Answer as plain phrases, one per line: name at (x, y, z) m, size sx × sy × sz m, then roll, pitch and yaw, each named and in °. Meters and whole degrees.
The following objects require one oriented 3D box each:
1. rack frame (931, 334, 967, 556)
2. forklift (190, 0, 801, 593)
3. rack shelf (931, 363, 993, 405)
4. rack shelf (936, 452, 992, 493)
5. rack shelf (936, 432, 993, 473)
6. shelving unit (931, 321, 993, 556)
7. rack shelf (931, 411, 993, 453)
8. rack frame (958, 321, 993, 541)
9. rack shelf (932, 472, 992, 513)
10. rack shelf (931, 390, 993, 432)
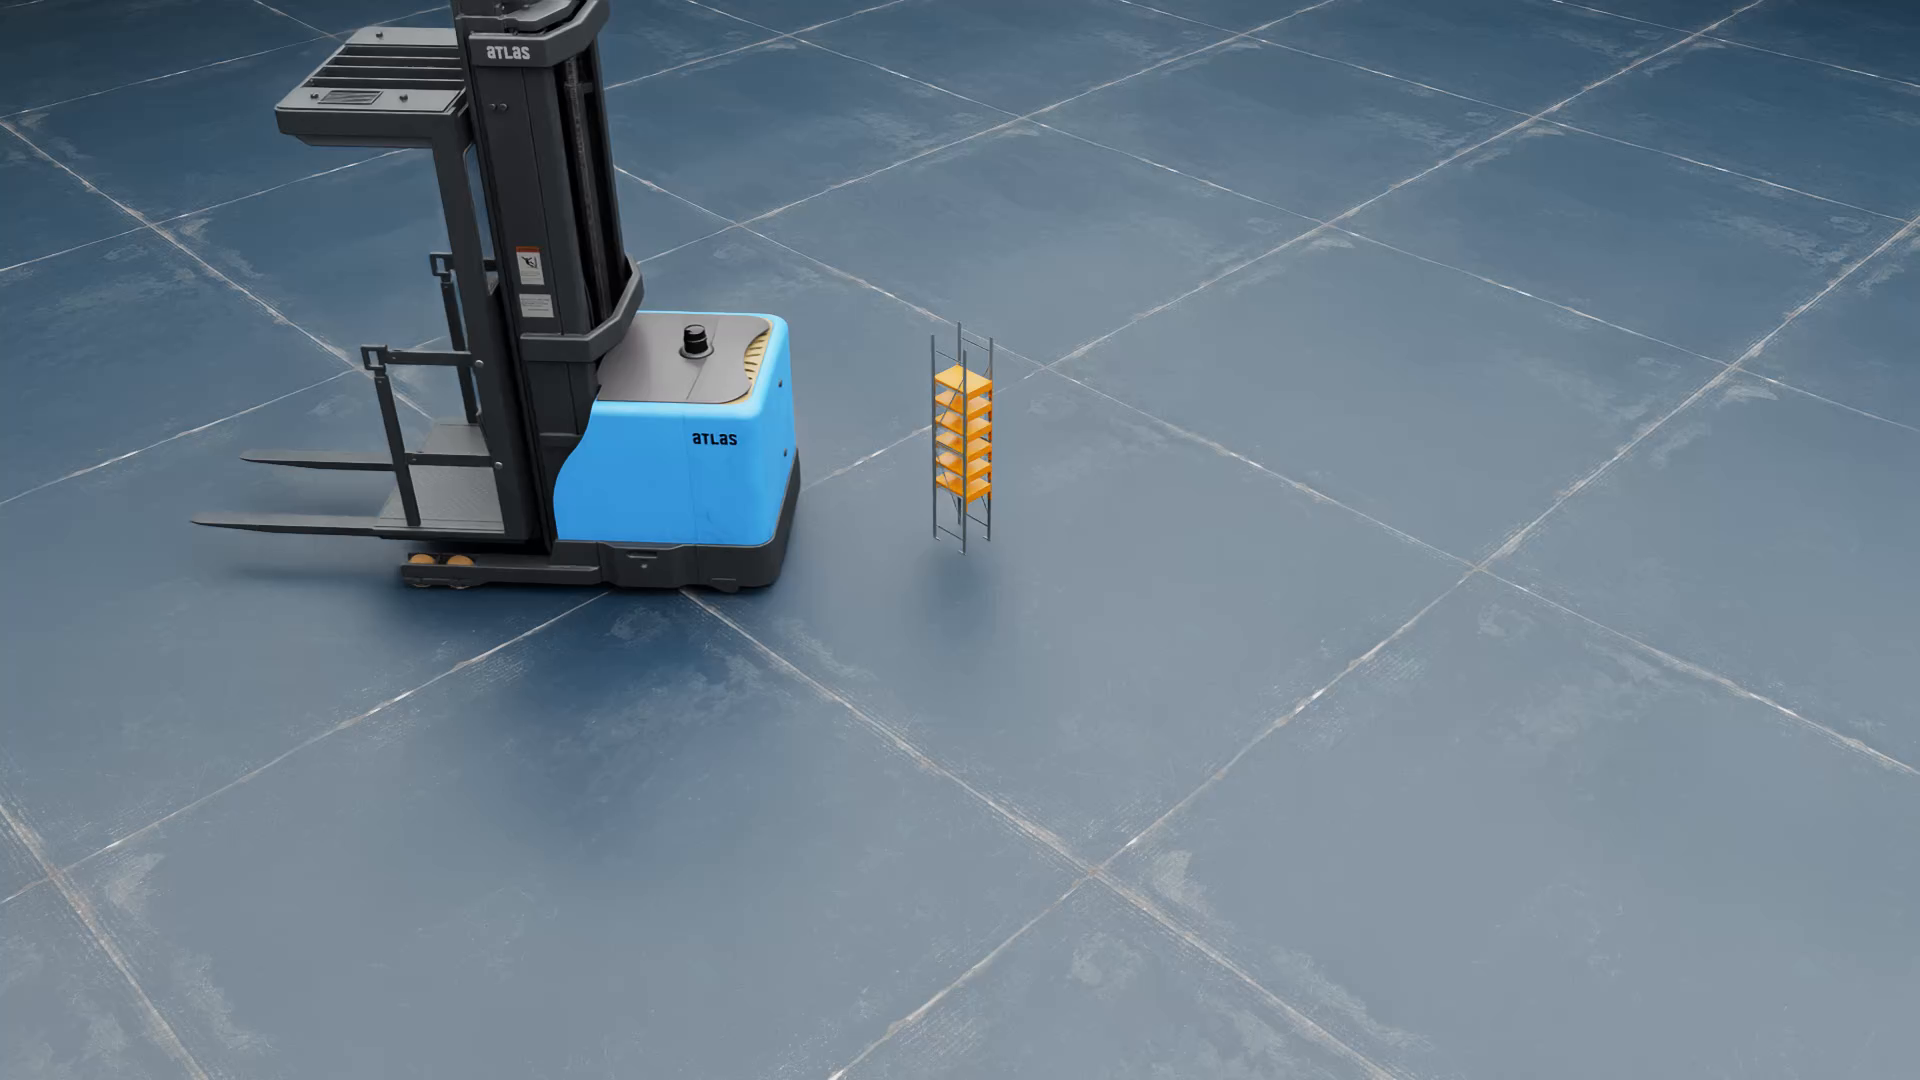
rack frame at (-0.054, -0.461, 8.353) m, size 0.240 × 1.200 × 0.006 m, roll 30°, pitch 45°, yaw 35°
forklift at (-2.404, -1.256, 7.980) m, size 3.031 × 2.935 × 1.130 m, roll 2°, pitch 35°, yaw 3°
rack shelf at (0.010, -0.757, 8.225) m, size 0.258 × 0.103 × 0.180 m, roll 30°, pitch 45°, yaw 35°
rack shelf at (0.010, -0.363, 8.500) m, size 0.258 × 0.103 × 0.180 m, roll 30°, pitch 45°, yaw 35°
rack shelf at (0.010, -0.462, 8.431) m, size 0.258 × 0.103 × 0.180 m, roll 30°, pitch 45°, yaw 35°
shelving unit at (0.010, -0.498, 8.406) m, size 0.258 × 1.200 × 0.189 m, roll 30°, pitch 45°, yaw 35°
rack shelf at (0.010, -0.560, 8.363) m, size 0.258 × 0.103 × 0.180 m, roll 30°, pitch 45°, yaw 35°
rack frame at (0.075, -0.535, 8.459) m, size 0.240 × 1.200 × 0.006 m, roll 30°, pitch 45°, yaw 35°
rack shelf at (0.010, -0.265, 8.569) m, size 0.258 × 0.103 × 0.180 m, roll 30°, pitch 45°, yaw 35°
rack shelf at (0.010, -0.658, 8.294) m, size 0.258 × 0.103 × 0.180 m, roll 30°, pitch 45°, yaw 35°
